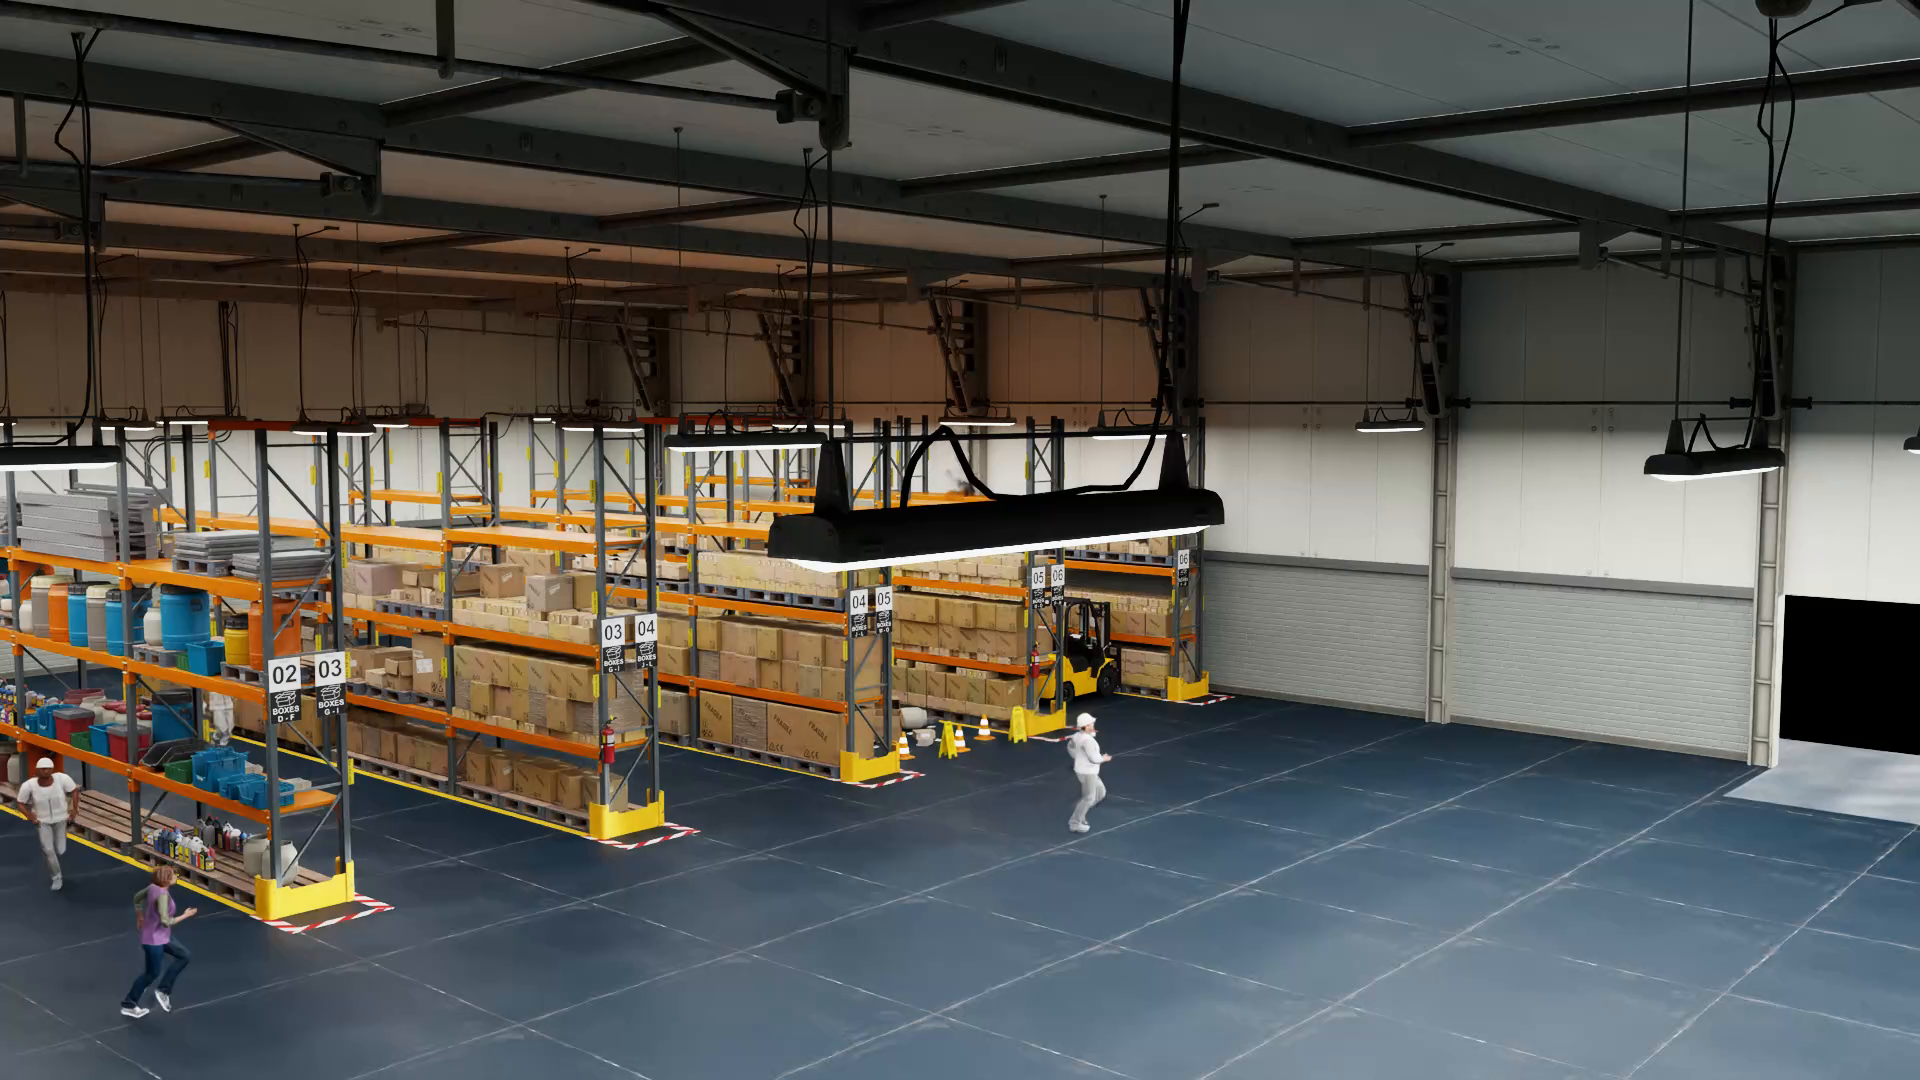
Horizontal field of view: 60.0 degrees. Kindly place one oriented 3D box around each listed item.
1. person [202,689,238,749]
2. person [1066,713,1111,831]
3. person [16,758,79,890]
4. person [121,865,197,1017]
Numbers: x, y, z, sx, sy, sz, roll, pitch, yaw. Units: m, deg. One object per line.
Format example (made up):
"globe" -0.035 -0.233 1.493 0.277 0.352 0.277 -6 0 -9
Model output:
"person" -13.019 3.007 29.367 0.603 1.739 0.664 4 6 39
"person" 1.912 3.409 24.539 0.639 1.734 0.630 -1 5 -8
"person" -11.968 3.681 21.833 0.726 1.731 0.729 -4 6 -37
"person" -8.233 4.105 17.081 0.741 1.552 0.566 -2 5 -28
